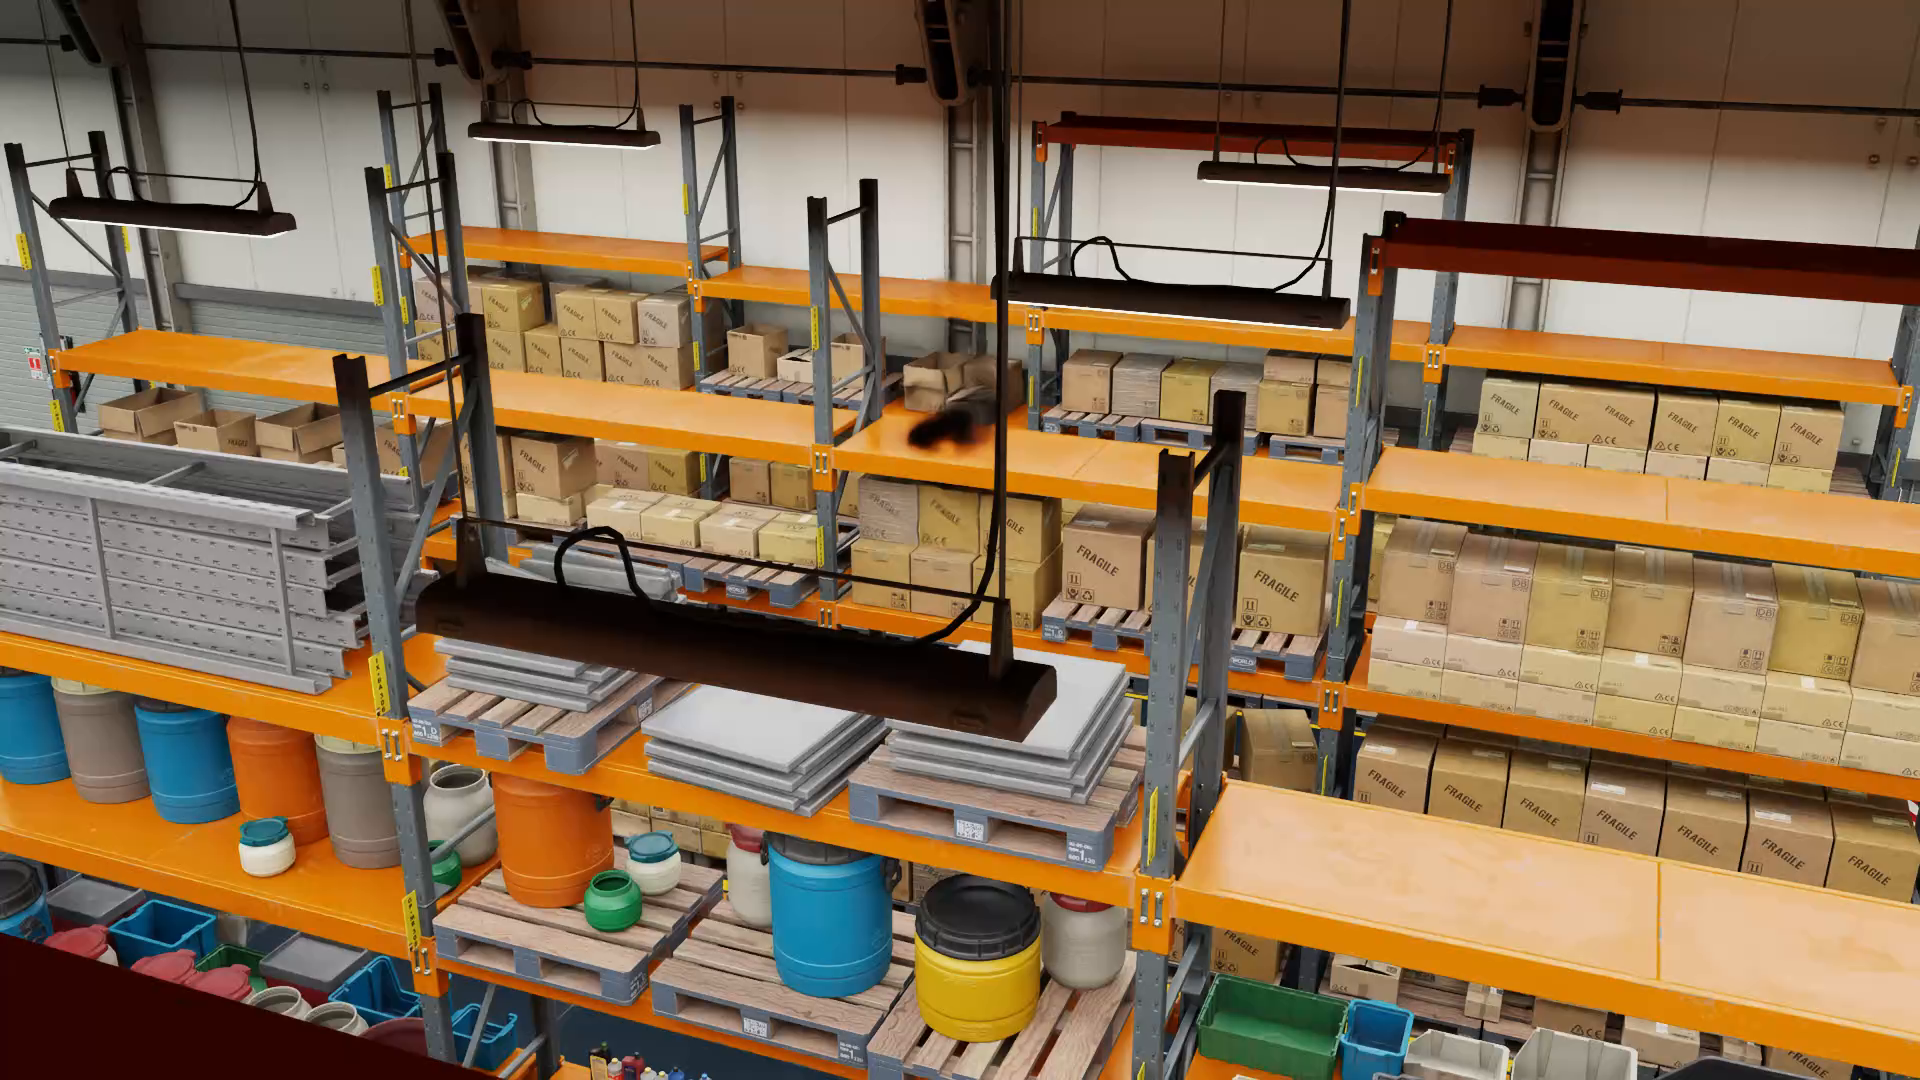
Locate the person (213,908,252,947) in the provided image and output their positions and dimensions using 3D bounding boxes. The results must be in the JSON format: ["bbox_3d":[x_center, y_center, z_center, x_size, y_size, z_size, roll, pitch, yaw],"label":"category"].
[{"bbox_3d":[-5.469,2.814,12.644,0.928,1.645,0.564,7,22,18],"label":"person"}]
